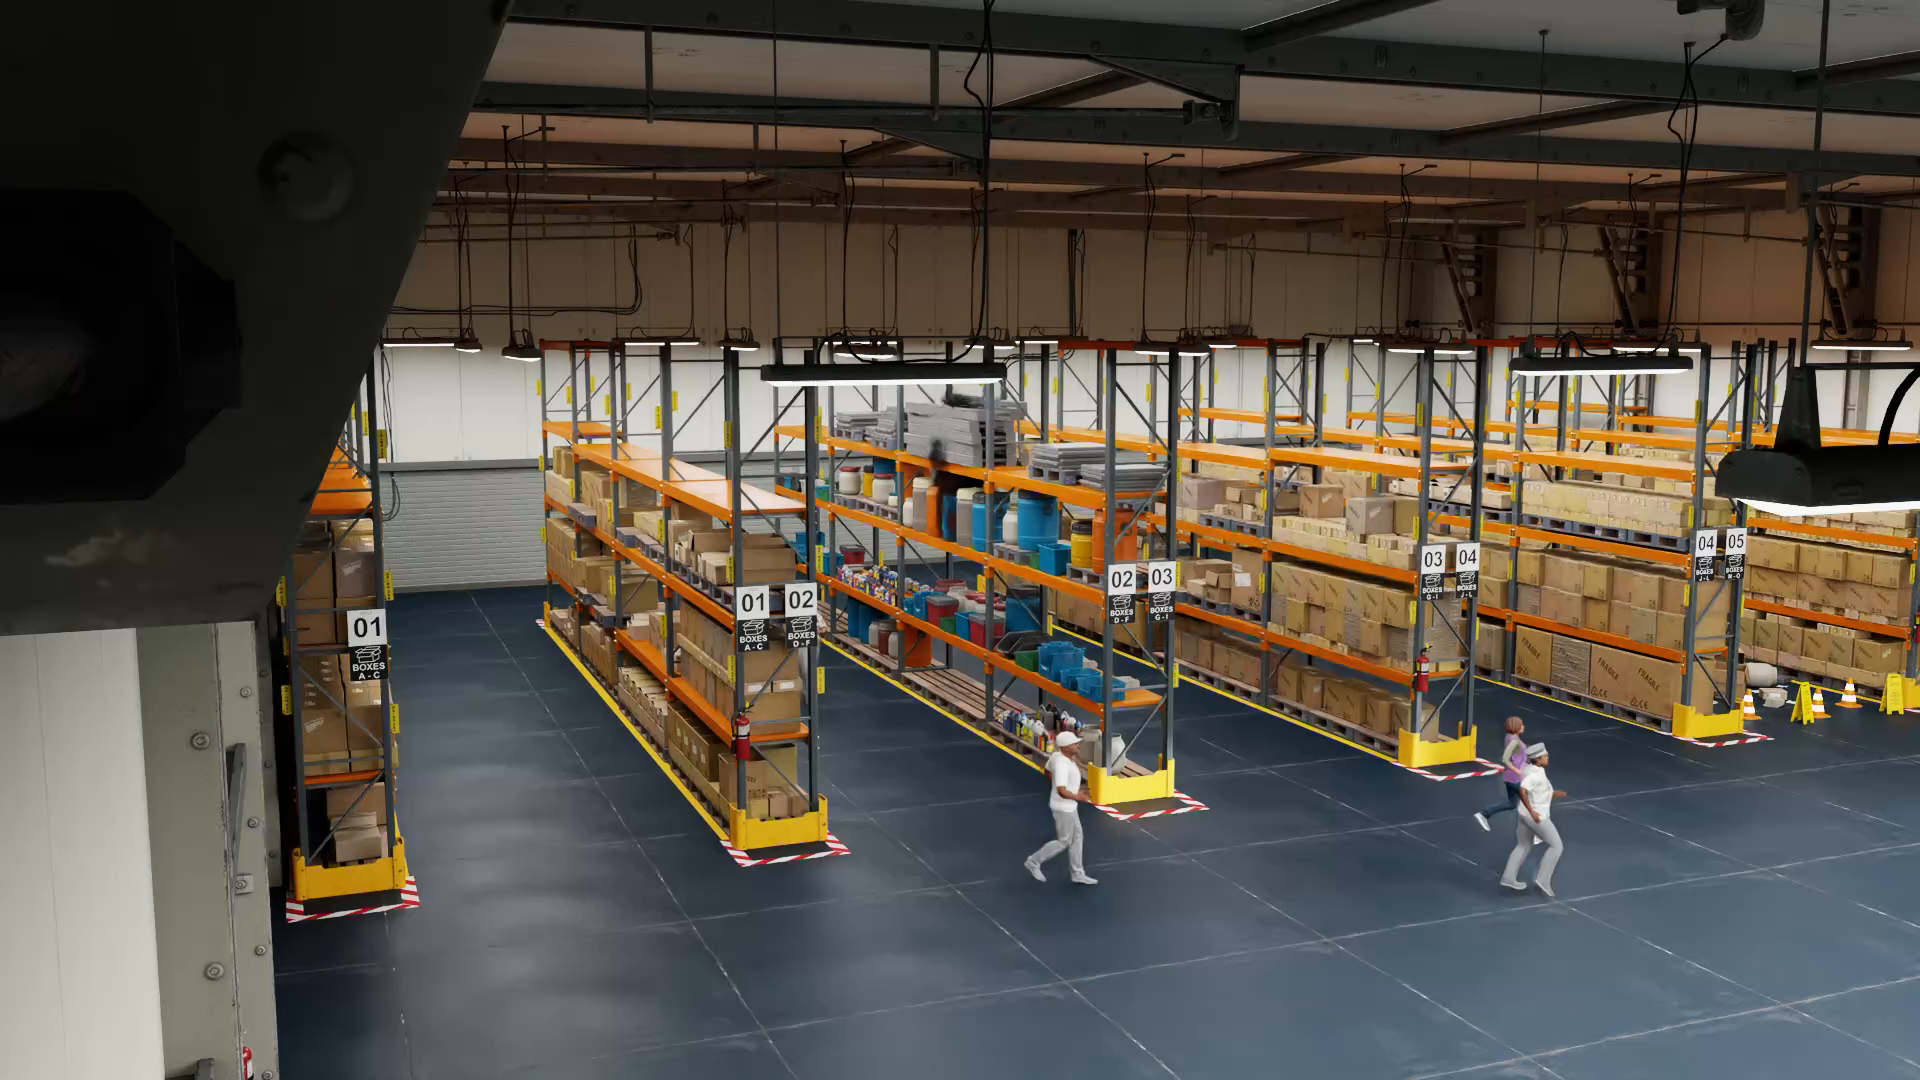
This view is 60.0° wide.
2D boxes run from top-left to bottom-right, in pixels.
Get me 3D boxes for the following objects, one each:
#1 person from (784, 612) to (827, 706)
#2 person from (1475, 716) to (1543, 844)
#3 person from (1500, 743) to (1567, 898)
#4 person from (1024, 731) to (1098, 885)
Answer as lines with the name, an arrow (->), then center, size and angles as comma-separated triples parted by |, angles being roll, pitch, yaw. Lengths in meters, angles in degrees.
person -> -2.560, 1.829, 27.898 | 0.640, 1.834, 0.837 | -5, 9, -31
person -> 6.730, 2.920, 20.291 | 0.805, 1.568, 0.548 | 1, 8, 9
person -> 6.392, 3.111, 18.473 | 0.681, 1.726, 0.555 | 0, 7, -1
person -> 1.147, 3.028, 18.773 | 0.841, 1.776, 0.725 | 0, 7, 2
